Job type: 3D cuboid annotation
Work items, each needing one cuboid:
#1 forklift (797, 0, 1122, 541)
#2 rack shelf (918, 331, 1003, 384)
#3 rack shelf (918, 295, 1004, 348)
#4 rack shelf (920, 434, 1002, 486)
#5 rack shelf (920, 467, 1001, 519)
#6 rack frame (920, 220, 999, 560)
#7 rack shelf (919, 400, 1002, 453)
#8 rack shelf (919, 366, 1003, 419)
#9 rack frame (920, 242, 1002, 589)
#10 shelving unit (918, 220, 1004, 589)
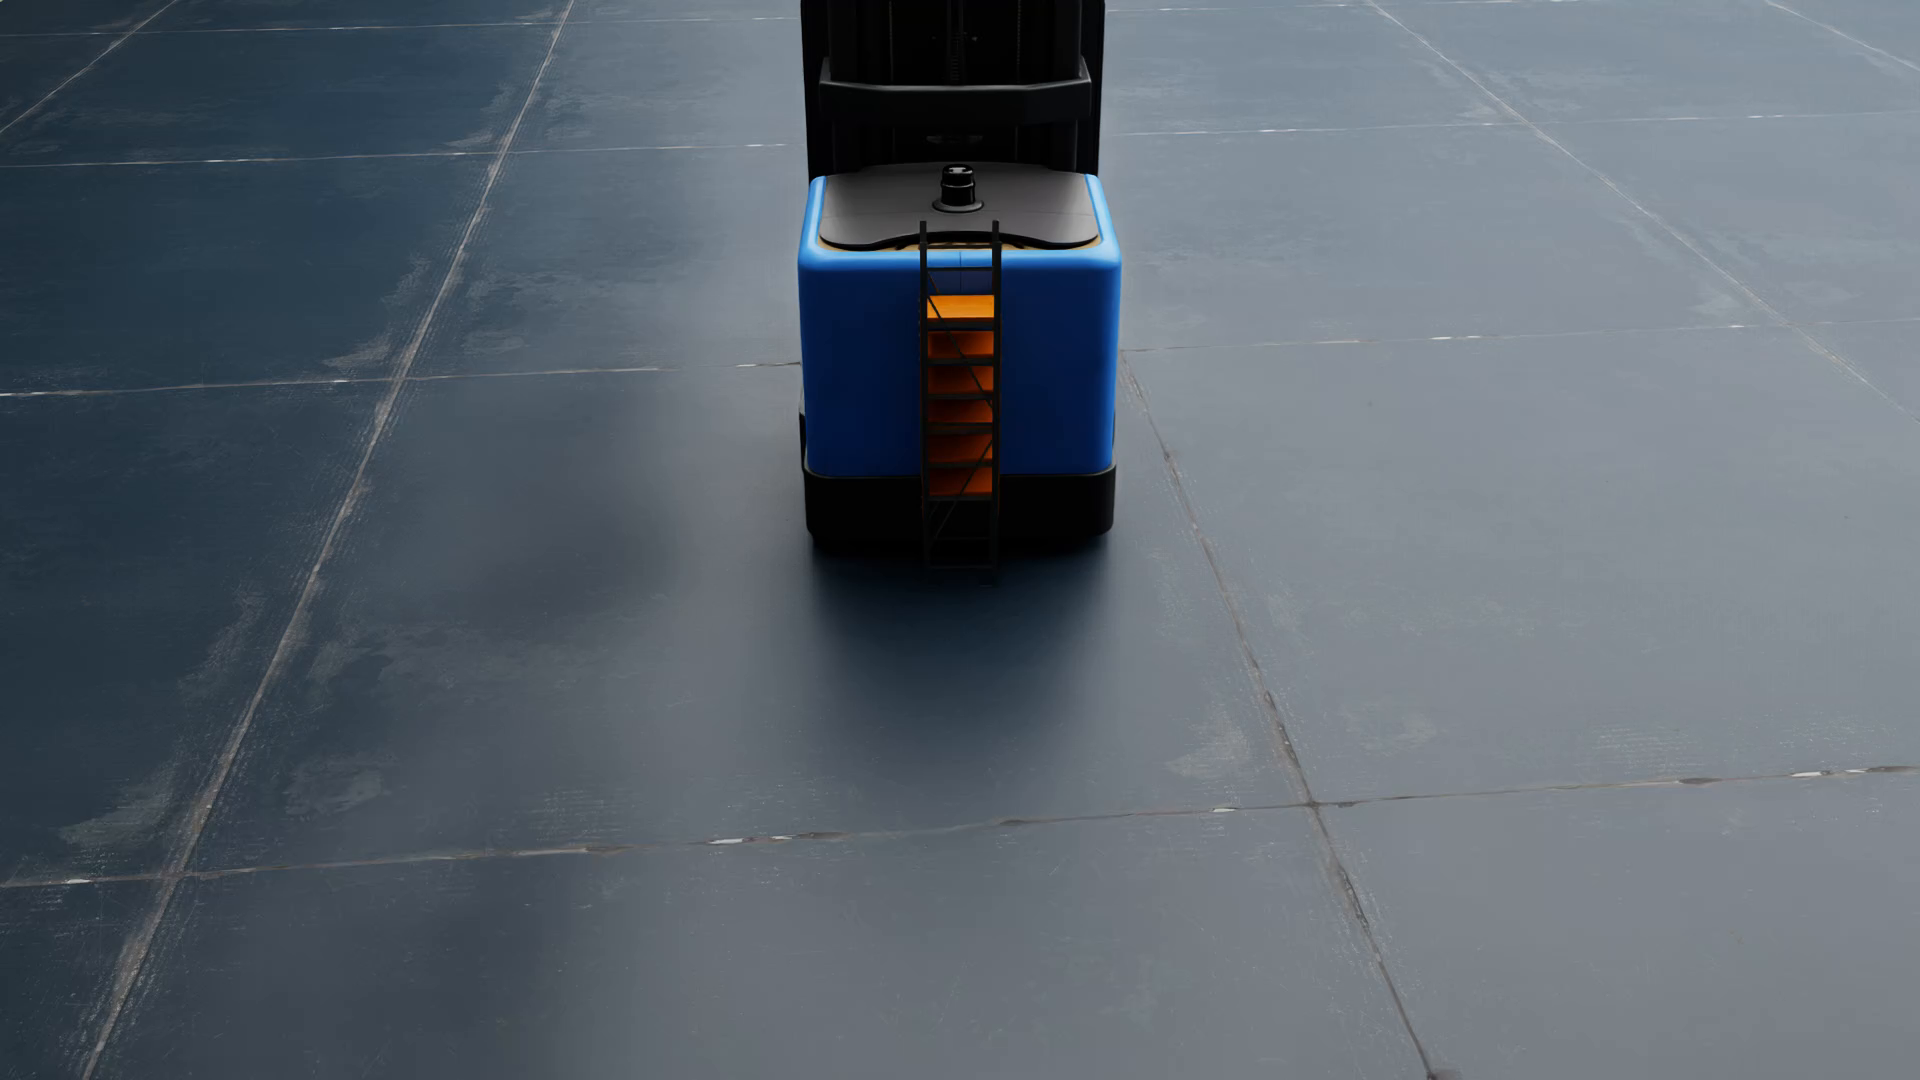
[{"bbox_3d":[-0.032,-1.975,6.198,1.130,2.935,3.031,-1,31,-1],"label":"forklift"},{"bbox_3d":[0.000,-0.571,5.155,0.258,0.103,0.180,-1,31,-1],"label":"rack shelf"},{"bbox_3d":[0.000,-0.674,5.094,0.258,0.103,0.180,-1,31,-1],"label":"rack shelf"},{"bbox_3d":[0.000,-0.262,5.340,0.258,0.103,0.180,-1,31,-1],"label":"rack shelf"},{"bbox_3d":[0.000,-0.159,5.401,0.258,0.103,0.180,-1,31,-1],"label":"rack shelf"},{"bbox_3d":[-0.002,-0.450,5.334,0.240,1.200,0.006,-1,31,-1],"label":"rack frame"},{"bbox_3d":[0.000,-0.365,5.278,0.258,0.103,0.180,-1,31,-1],"label":"rack shelf"},{"bbox_3d":[0.000,-0.468,5.217,0.258,0.103,0.180,-1,31,-1],"label":"rack shelf"},{"bbox_3d":[0.002,-0.357,5.177,0.240,1.200,0.006,-1,31,-1],"label":"rack frame"},{"bbox_3d":[0.000,-0.404,5.256,0.258,1.200,0.189,-1,31,-1],"label":"shelving unit"}]
